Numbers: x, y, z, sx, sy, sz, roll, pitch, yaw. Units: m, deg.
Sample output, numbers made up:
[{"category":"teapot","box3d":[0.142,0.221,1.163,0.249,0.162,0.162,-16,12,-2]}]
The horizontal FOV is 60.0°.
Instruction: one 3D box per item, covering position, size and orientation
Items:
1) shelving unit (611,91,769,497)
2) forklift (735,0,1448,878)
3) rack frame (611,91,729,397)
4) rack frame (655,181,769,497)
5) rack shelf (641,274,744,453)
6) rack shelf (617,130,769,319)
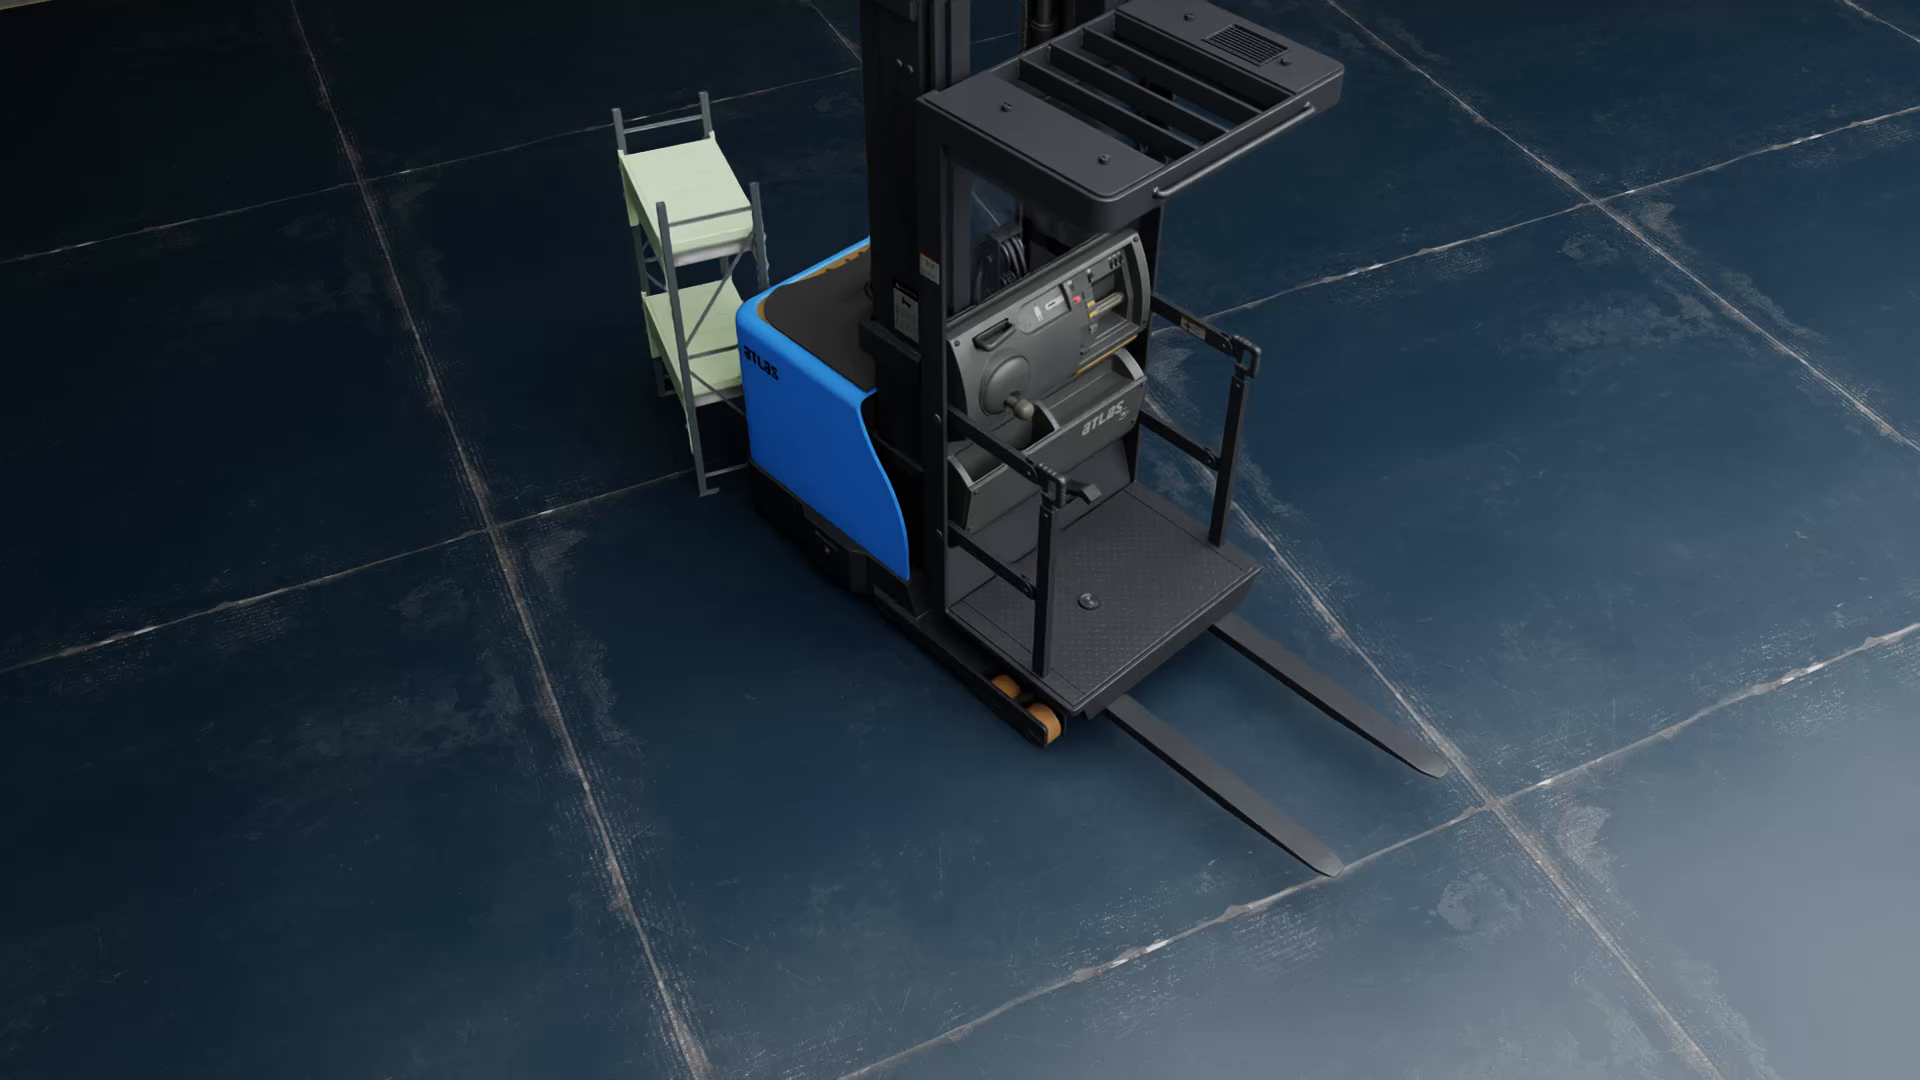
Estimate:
[{"category":"shelving unit","box3d":[-1.094,-1.023,7.087,0.431,1.500,0.755,-15,47,-15]},{"category":"forklift","box3d":[0.474,-0.673,5.714,1.130,2.935,3.031,-34,54,-29]},{"category":"rack frame","box3d":[-1.228,-1.262,7.330,0.400,1.500,0.023,-15,47,-15]},{"category":"rack frame","box3d":[-0.960,-0.783,6.845,0.400,1.500,0.023,-15,47,-15]},{"category":"rack shelf","box3d":[-1.094,-0.791,7.316,0.431,0.370,0.720,-15,47,-15]},{"category":"rack shelf","box3d":[-1.094,-1.300,6.813,0.431,0.370,0.720,-15,47,-15]}]
